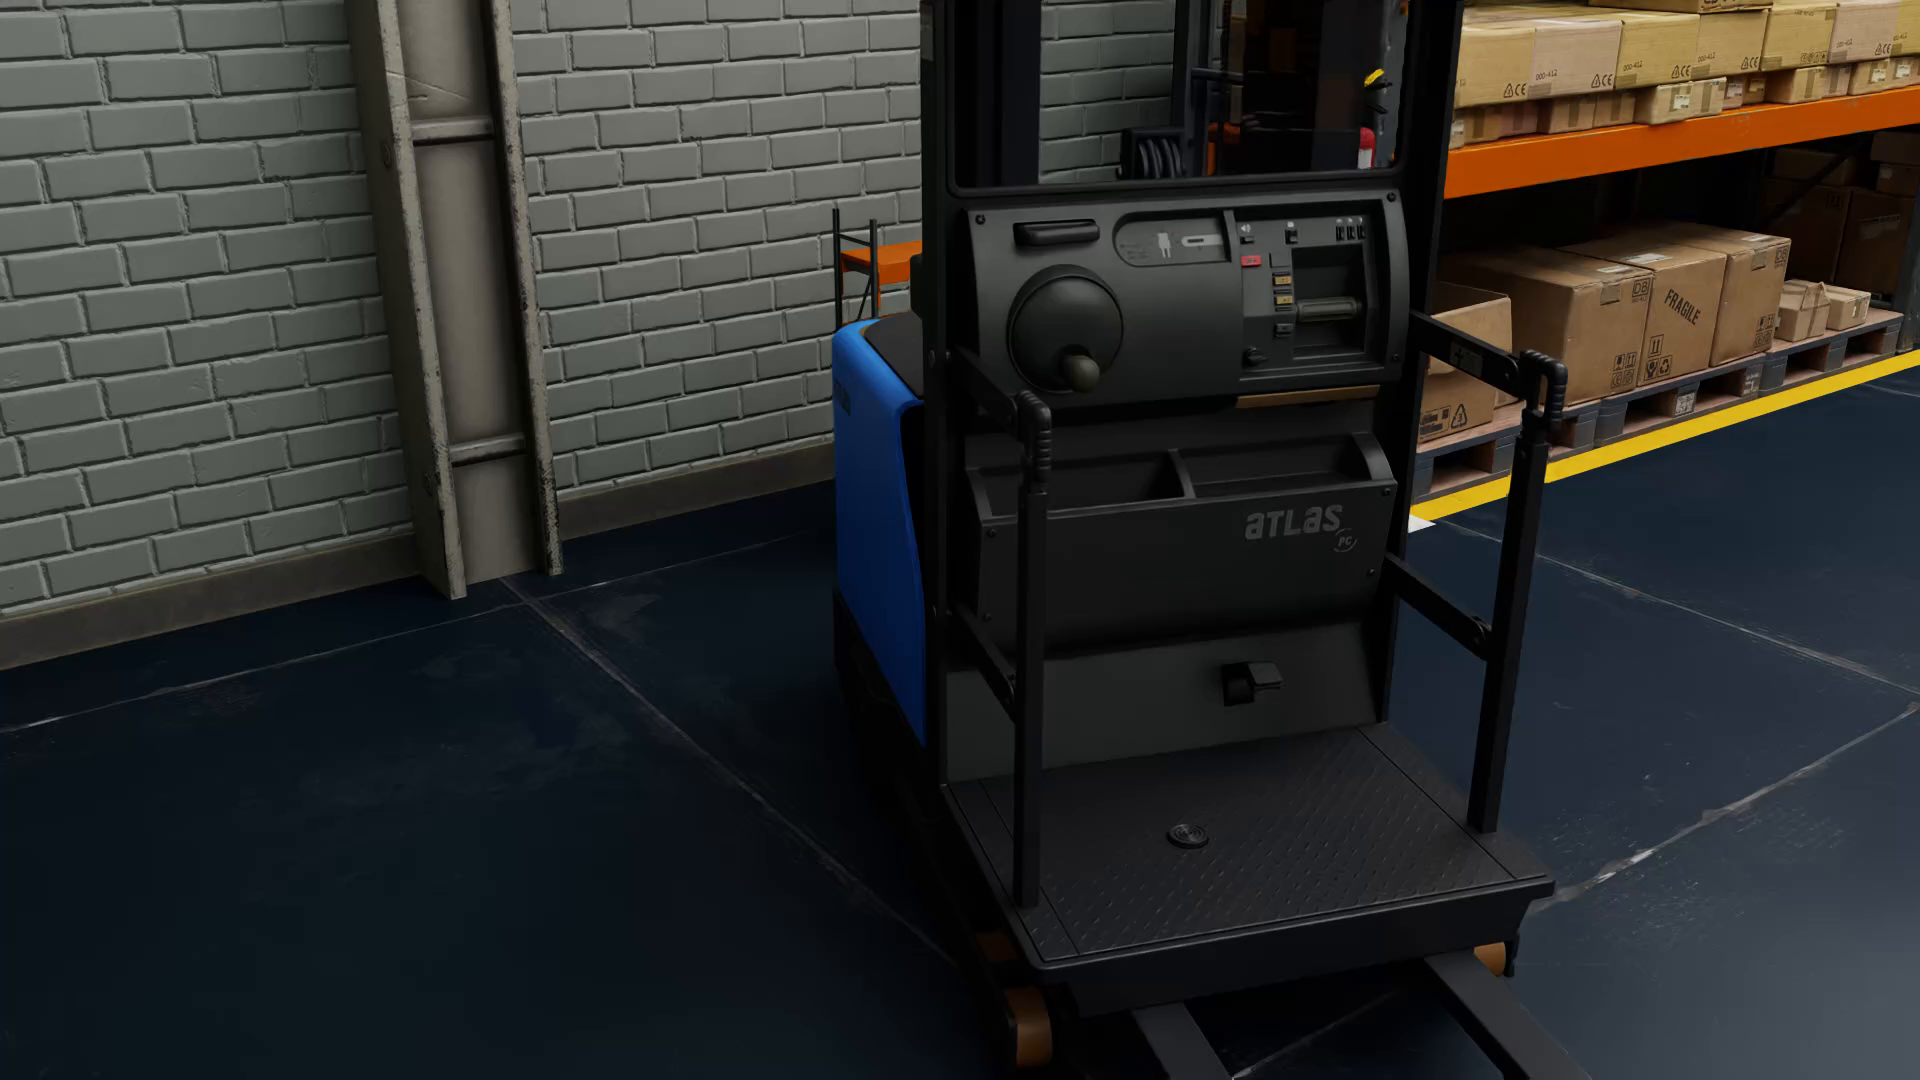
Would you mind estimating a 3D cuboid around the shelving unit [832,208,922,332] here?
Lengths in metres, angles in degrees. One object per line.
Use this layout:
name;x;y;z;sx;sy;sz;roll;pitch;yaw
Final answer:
shelving unit;-0.134;-0.521;5.584;0.503;1.200;0.258;-15;26;-33

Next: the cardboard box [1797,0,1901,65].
cardboard box;3.707;-2.237;7.256;0.500;0.250;0.500;-15;26;-33

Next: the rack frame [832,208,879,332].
rack frame;-0.332;-0.469;5.452;0.015;1.200;0.240;-15;26;-33

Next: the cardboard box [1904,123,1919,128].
cardboard box;5.005;-2.007;8.407;0.250;0.149;0.380;-16;27;-35

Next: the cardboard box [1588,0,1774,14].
cardboard box;2.872;-2.358;6.547;0.500;0.500;0.500;-14;26;-32

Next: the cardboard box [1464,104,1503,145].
cardboard box;1.735;-1.540;6.047;0.250;0.149;0.380;-14;26;-32

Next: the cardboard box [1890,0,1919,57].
cardboard box;4.105;-2.350;7.539;0.500;0.250;0.500;-14;26;-32

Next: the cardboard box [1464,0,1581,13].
cardboard box;2.171;-2.064;6.823;0.500;0.250;0.500;-14;26;-31

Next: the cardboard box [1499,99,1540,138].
cardboard box;1.928;-1.607;6.216;0.250;0.149;0.380;-15;26;-34

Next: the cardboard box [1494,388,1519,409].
cardboard box;2.048;-0.654;6.768;0.250;0.149;0.380;-16;27;-35

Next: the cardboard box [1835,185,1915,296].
cardboard box;4.900;-1.536;8.504;0.500;0.500;0.500;-14;25;-31

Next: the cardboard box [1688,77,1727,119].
cardboard box;2.832;-1.798;6.694;0.250;0.149;0.380;-14;26;-32

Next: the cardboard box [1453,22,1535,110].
cardboard box;1.654;-1.685;5.872;0.500;0.250;0.500;-15;26;-33

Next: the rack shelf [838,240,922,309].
rack shelf;-0.134;-0.886;5.439;0.480;0.148;0.258;-15;26;-33

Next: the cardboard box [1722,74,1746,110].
cardboard box;3.001;-1.875;6.886;0.250;0.149;0.380;-15;26;-33

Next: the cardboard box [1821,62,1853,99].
cardboard box;3.640;-2.028;7.271;0.250;0.149;0.380;-14;26;-31

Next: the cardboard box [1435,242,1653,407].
cardboard box;2.397;-0.910;6.937;0.500;0.500;0.700;-14;26;-31

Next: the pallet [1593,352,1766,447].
pallet;2.826;-0.756;7.506;1.213;0.211;1.003;-15;26;-33

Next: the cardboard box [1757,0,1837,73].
cardboard box;3.294;-2.133;6.995;0.500;0.250;0.500;-15;26;-33

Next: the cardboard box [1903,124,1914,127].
cardboard box;5.532;-2.260;9.443;0.250;0.149;0.380;-14;26;-32

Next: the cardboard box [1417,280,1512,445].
cardboard box;1.680;-0.739;6.502;0.637;0.503;0.797;-16;27;-35

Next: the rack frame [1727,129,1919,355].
rack frame;4.376;-2.465;8.026;0.127;3.000;1.000;-15;26;-33

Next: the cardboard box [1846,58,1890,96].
cardboard box;3.869;-2.077;7.393;0.250;0.149;0.380;-14;26;-31

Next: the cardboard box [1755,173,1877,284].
cardboard box;4.601;-1.694;8.901;0.500;0.500;0.500;-15;26;-33

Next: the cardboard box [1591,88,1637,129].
cardboard box;2.381;-1.703;6.455;0.250;0.149;0.380;-14;26;-32

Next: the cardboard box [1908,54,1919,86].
cardboard box;4.264;-2.203;7.709;0.250;0.149;0.380;-15;26;-32

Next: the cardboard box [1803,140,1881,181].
cardboard box;4.716;-2.025;8.855;0.250;0.149;0.380;-15;26;-33

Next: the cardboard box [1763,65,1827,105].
cardboard box;3.449;-1.964;7.111;0.250;0.149;0.380;-15;26;-34

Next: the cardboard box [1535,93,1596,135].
cardboard box;2.169;-1.644;6.307;0.250;0.149;0.380;-14;26;-31

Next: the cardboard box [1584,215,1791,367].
cardboard box;3.240;-1.135;7.500;0.500;0.500;0.700;-16;27;-35

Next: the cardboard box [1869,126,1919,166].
cardboard box;4.787;-1.954;8.276;0.250;0.149;0.380;-15;26;-34

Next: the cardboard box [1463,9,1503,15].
cardboard box;1.766;-1.958;6.558;0.500;0.250;0.500;-15;26;-33

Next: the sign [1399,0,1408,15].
sign;1.446;-1.838;5.287;0.005;0.325;0.100;-15;26;-33

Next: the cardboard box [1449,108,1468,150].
cardboard box;1.556;-1.471;5.875;0.250;0.149;0.380;-15;26;-33

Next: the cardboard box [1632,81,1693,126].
cardboard box;2.630;-1.735;6.536;0.250;0.149;0.380;-16;27;-34

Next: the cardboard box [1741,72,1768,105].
cardboard box;3.174;-1.942;7.055;0.250;0.149;0.380;-14;26;-32

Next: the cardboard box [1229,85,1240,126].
cardboard box;1.241;-1.635;6.285;0.250;0.149;0.380;-15;26;-33

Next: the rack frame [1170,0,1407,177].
rack frame;1.129;-1.599;5.856;0.127;3.000;1.000;-15;26;-33

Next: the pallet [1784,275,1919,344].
pallet;5.014;-1.357;9.013;1.213;0.211;1.003;-15;26;-33

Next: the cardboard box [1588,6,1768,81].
cardboard box;2.876;-2.022;6.717;0.500;0.250;0.500;-16;27;-34

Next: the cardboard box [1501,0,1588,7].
cardboard box;2.596;-2.177;7.106;0.500;0.250;0.500;-15;26;-33

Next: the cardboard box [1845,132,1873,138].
cardboard box;5.101;-2.144;9.152;0.250;0.149;0.380;-16;27;-35

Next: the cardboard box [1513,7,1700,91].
cardboard box;2.473;-1.905;6.423;0.500;0.250;0.500;-16;26;-34

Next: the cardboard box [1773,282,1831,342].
cardboard box;3.805;-1.104;7.738;0.258;0.266;0.396;-14;26;-31

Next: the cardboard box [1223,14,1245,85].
cardboard box;1.347;-1.847;6.279;0.500;0.250;0.500;-14;26;-31

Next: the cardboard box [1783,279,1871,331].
cardboard box;4.095;-1.127;7.953;0.250;0.149;0.380;-16;27;-34

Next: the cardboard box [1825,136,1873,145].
cardboard box;4.909;-2.080;8.993;0.250;0.149;0.380;-15;26;-32

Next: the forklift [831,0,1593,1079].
forklift;0.529;-0.479;3.141;1.130;2.935;3.031;-6;23;-15

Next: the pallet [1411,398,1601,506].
pallet;1.837;-0.493;6.848;1.213;0.211;1.003;-15;26;-33

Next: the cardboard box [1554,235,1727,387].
cardboard box;2.885;-0.995;7.148;0.500;0.500;0.500;-14;26;-32

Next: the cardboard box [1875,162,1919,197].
cardboard box;4.822;-1.798;8.285;0.250;0.149;0.380;-14;25;-30

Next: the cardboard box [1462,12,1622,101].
cardboard box;2.063;-1.794;6.146;0.500;0.250;0.500;-15;26;-32

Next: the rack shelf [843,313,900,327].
rack shelf;-0.134;-0.667;5.526;0.480;0.148;0.258;-15;26;-33

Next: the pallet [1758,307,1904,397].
pallet;3.818;-1.021;8.171;1.213;0.211;1.003;-15;26;-33

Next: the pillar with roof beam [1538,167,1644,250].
pillar with roof beam;5.798;-4.077;3.971;0.400;9.000;9.100;-15;26;-33

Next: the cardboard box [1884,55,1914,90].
cardboard box;4.066;-2.140;7.552;0.250;0.149;0.380;-14;26;-31

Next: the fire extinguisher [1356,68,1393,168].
fire extinguisher;1.279;-1.219;5.512;0.183;0.674;0.296;-15;26;-33

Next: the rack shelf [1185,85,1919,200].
rack shelf;2.752;-1.698;7.075;4.000;0.370;1.077;-15;26;-33

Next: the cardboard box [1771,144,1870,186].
cardboard box;4.506;-1.967;8.708;0.250;0.149;0.380;-16;27;-35

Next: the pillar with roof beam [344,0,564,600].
pillar with roof beam;0.928;-2.778;0.716;0.400;9.000;9.100;-15;26;-33
